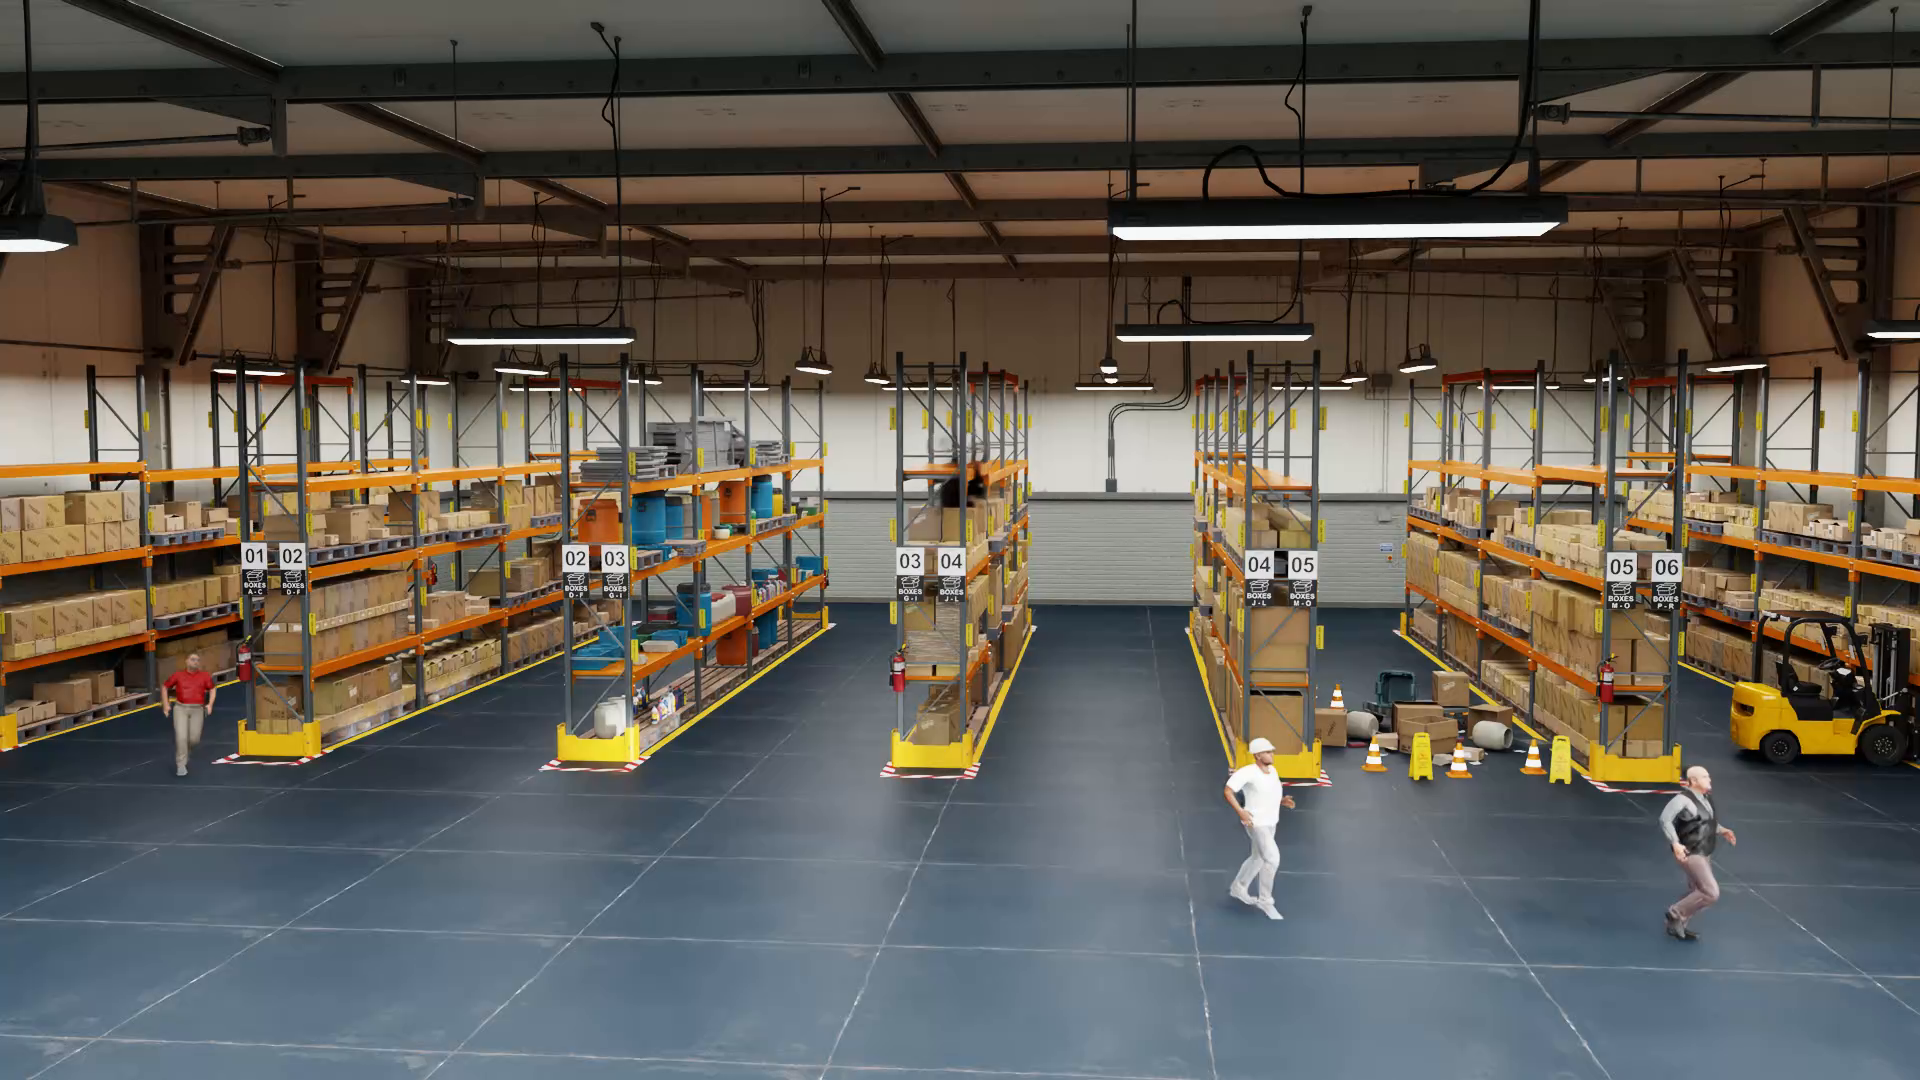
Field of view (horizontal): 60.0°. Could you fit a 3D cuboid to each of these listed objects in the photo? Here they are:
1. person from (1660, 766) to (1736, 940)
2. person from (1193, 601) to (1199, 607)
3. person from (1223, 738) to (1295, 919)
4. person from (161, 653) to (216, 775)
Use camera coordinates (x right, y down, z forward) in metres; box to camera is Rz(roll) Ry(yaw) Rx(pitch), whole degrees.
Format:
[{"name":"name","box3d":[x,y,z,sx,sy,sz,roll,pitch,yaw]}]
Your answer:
[{"name":"person","box3d":[7.108,3.017,15.984,0.601,1.688,0.667,4,6,45]},{"name":"person","box3d":[6.022,1.318,40.747,0.599,1.647,0.647,2,5,30]},{"name":"person","box3d":[3.062,2.928,16.973,0.691,1.830,0.685,3,5,38]},{"name":"person","box3d":[-11.059,2.483,23.884,0.718,1.690,0.619,-2,5,-30]}]
